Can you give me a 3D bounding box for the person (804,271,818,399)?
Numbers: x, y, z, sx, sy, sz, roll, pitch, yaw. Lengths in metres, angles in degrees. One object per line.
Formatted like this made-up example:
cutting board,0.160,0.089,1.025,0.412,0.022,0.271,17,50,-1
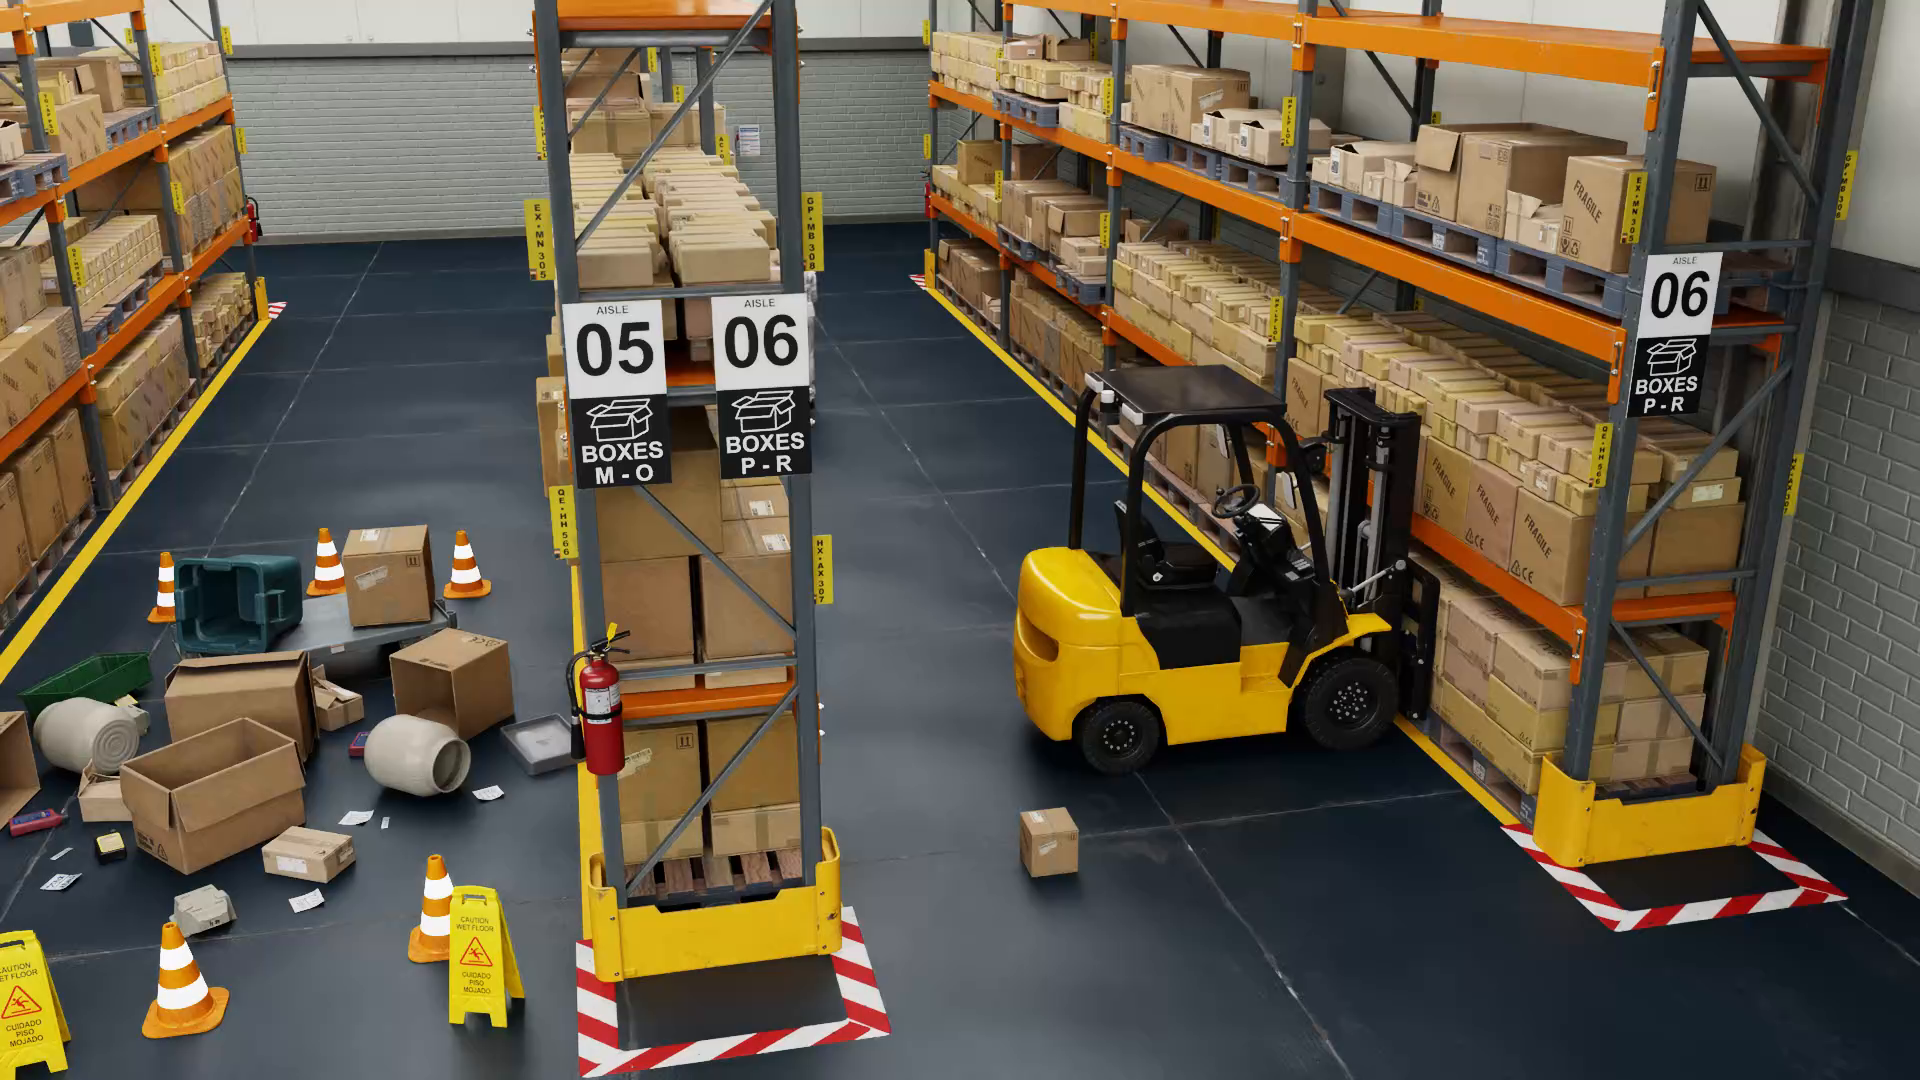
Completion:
person,-1.727,-2.346,17.527,0.475,1.628,0.998,-4,20,-12
